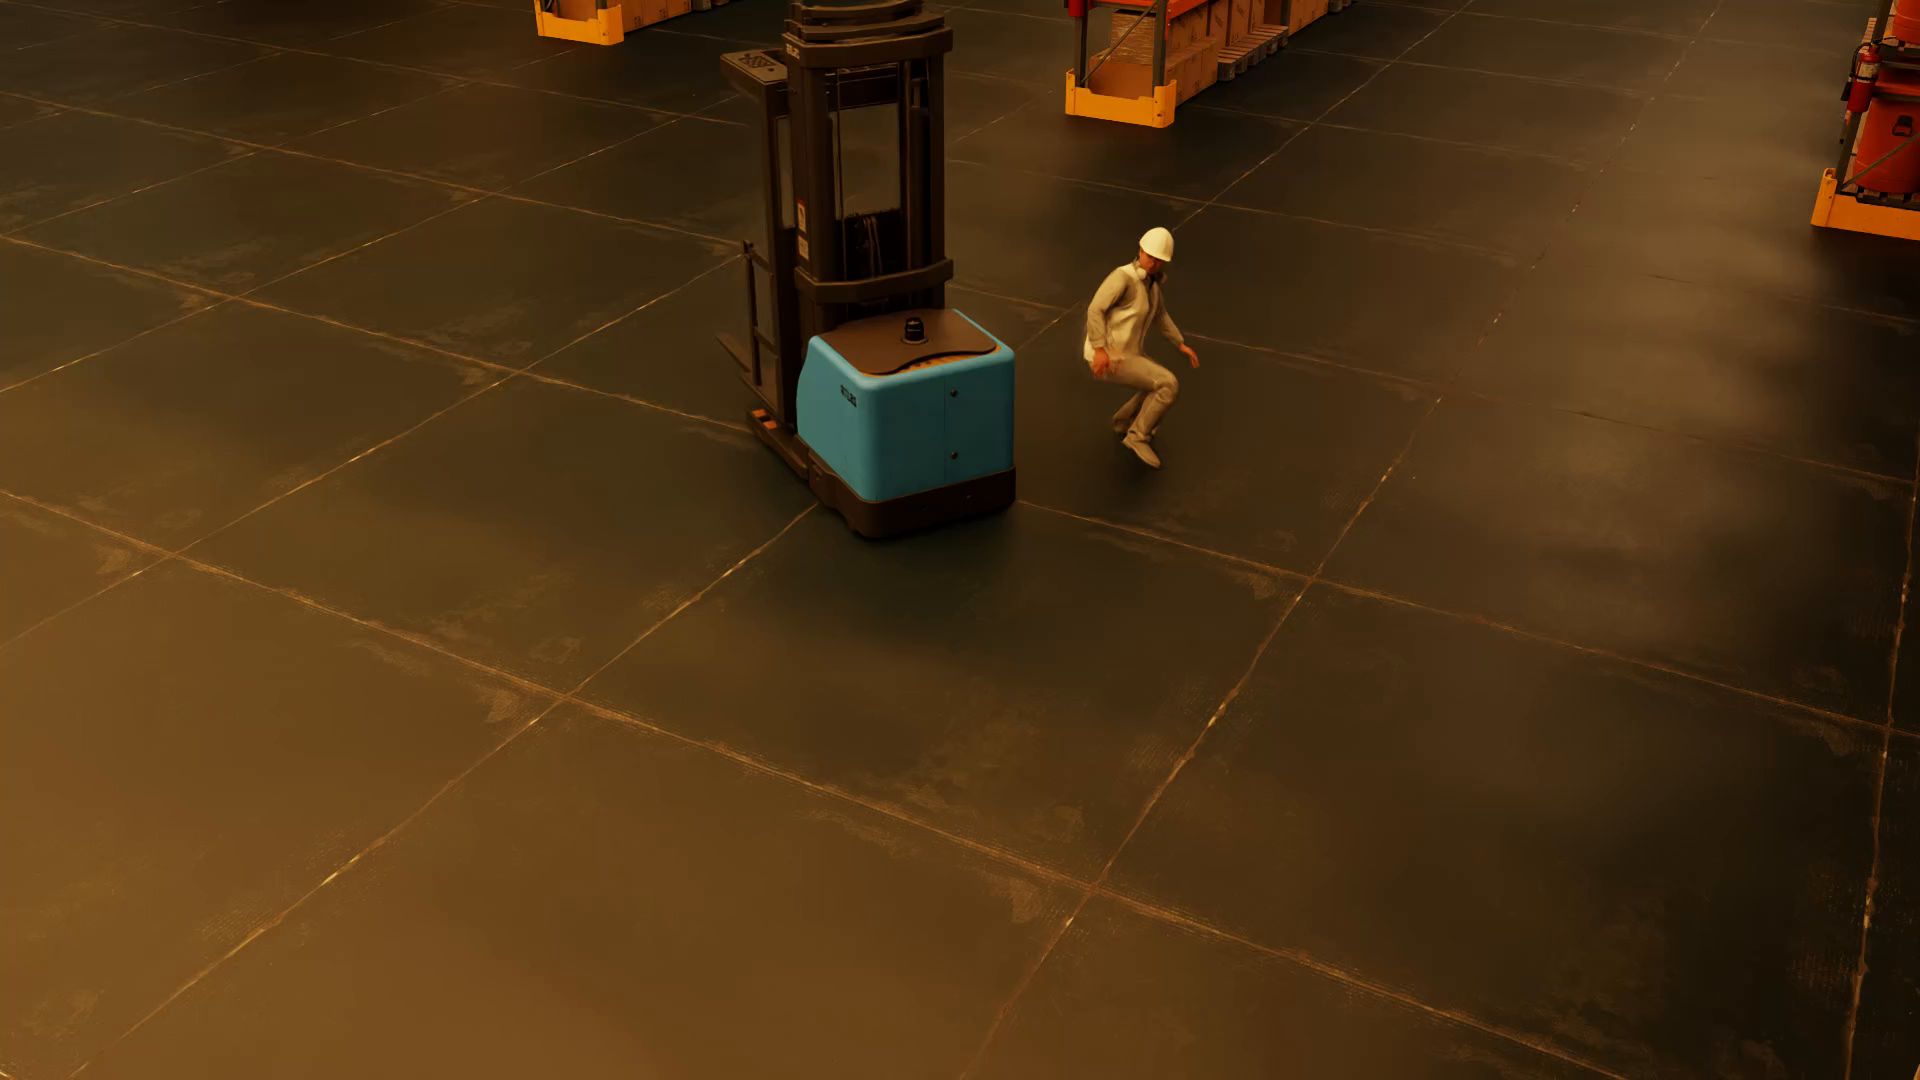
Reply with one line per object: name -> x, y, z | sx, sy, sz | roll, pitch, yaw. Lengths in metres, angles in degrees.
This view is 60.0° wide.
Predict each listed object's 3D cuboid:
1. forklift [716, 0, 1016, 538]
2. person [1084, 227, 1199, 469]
forklift -> -0.787, -1.993, 10.523 | 1.130, 2.935, 3.031 | -15, 33, -24
person -> 1.152, -1.222, 10.641 | 0.678, 1.541, 0.781 | 10, 32, 17
